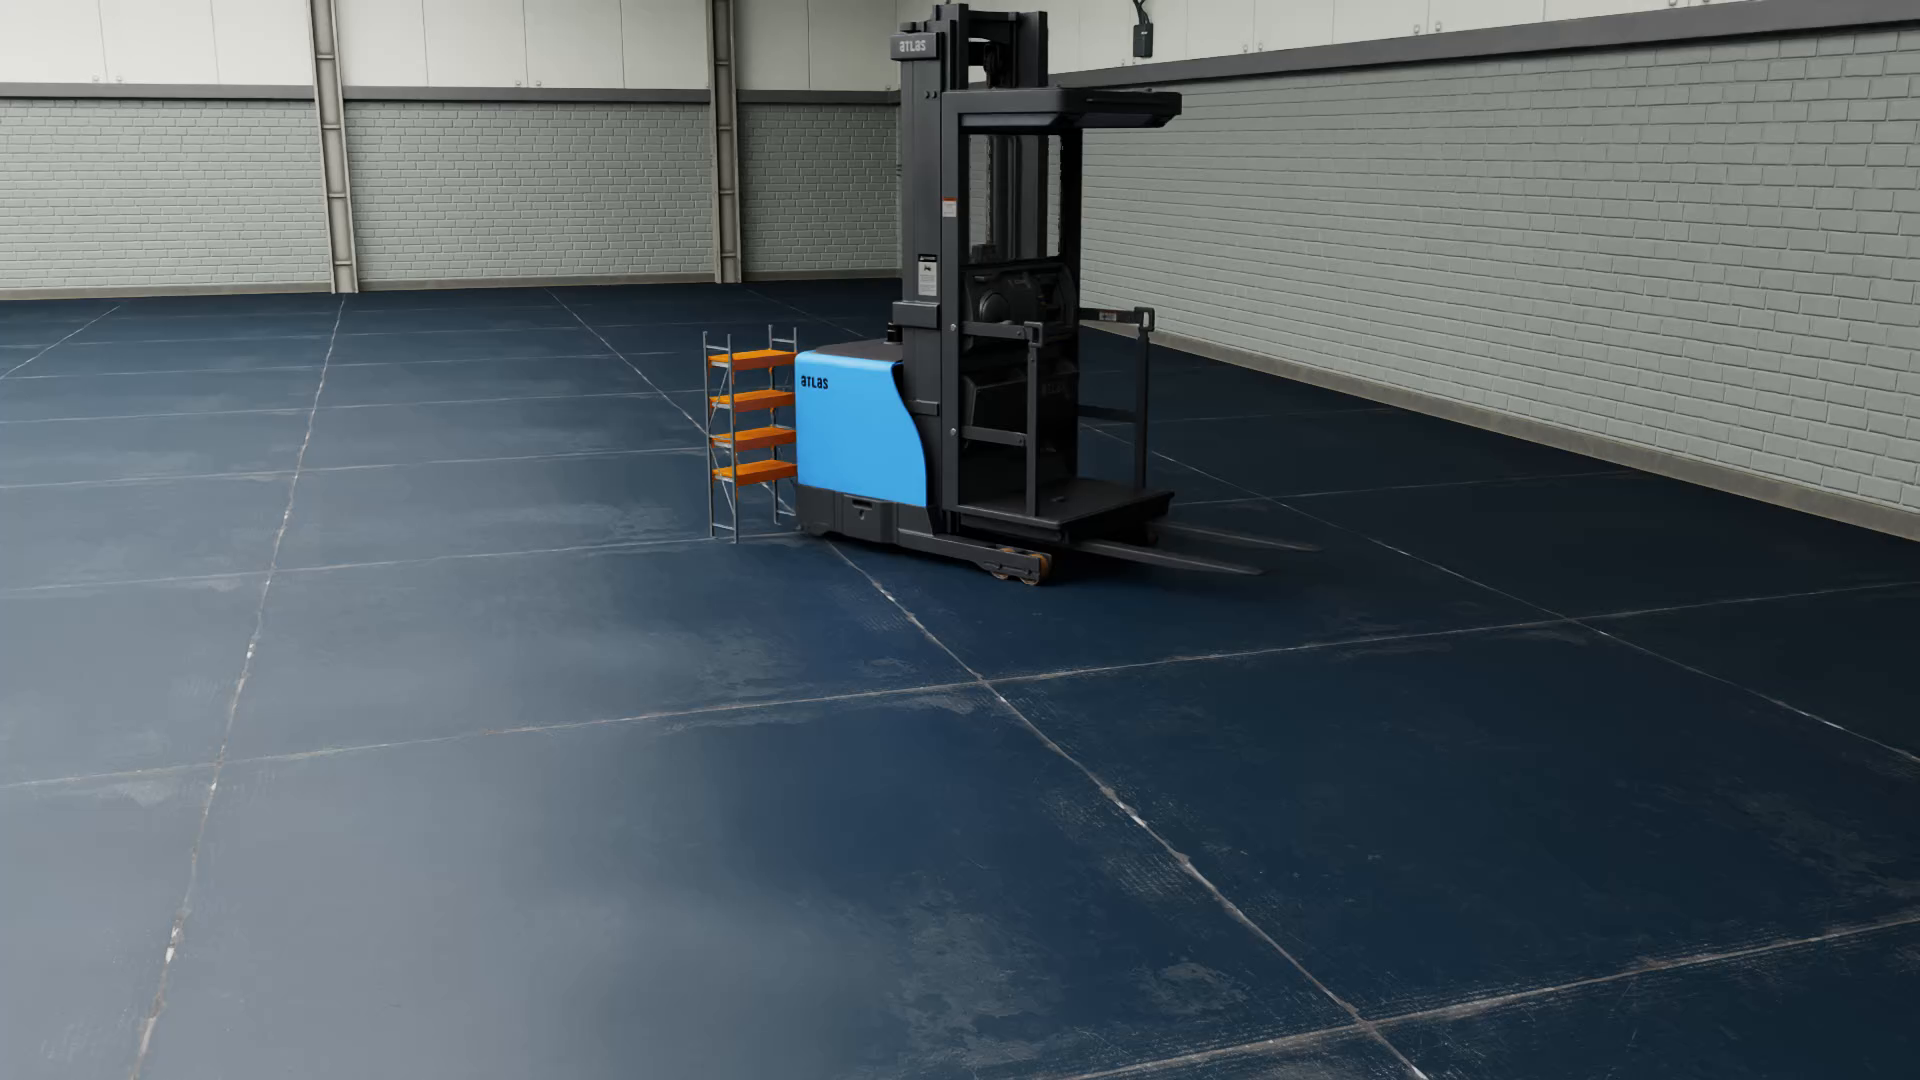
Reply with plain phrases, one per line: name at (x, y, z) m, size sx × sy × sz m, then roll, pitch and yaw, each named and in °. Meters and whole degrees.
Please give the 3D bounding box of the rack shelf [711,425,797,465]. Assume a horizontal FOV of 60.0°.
rack shelf at (-1.198, -0.556, 9.679) m, size 0.258 × 0.148 × 0.480 m, roll 12°, pitch 18°, yaw 42°

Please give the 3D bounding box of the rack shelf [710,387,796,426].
rack shelf at (-1.198, -0.774, 9.627) m, size 0.258 × 0.148 × 0.480 m, roll 12°, pitch 18°, yaw 42°

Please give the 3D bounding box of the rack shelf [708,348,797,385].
rack shelf at (-1.198, -1.004, 9.573) m, size 0.258 × 0.148 × 0.480 m, roll 12°, pitch 18°, yaw 42°

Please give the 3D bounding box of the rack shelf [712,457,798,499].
rack shelf at (-1.198, -0.363, 9.725) m, size 0.258 × 0.148 × 0.480 m, roll 12°, pitch 18°, yaw 42°

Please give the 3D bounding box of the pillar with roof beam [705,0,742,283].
pillar with roof beam at (-2.486, -7.726, 22.677) m, size 0.400 × 9.000 × 9.100 m, roll -4°, pitch 14°, yaw -18°

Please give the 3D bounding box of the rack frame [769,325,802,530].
rack frame at (-1.031, -0.663, 9.837) m, size 0.240 × 1.200 × 0.015 m, roll 12°, pitch 18°, yaw 42°

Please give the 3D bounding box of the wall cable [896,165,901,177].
wall cable at (-0.645, -7.087, 26.700) m, size 0.112 × 2.526 × 3.097 m, roll -4°, pitch 14°, yaw -18°

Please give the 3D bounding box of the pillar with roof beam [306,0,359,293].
pillar with roof beam at (-8.172, -7.283, 20.815) m, size 0.400 × 9.000 × 9.100 m, roll -4°, pitch 14°, yaw -18°

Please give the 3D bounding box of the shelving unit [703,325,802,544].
shelving unit at (-1.198, -0.622, 9.664) m, size 0.258 × 1.200 × 0.503 m, roll 12°, pitch 18°, yaw 42°

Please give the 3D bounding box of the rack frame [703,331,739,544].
rack frame at (-1.365, -0.580, 9.490) m, size 0.240 × 1.200 × 0.015 m, roll 12°, pitch 18°, yaw 42°

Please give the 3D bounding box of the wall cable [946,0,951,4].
wall cable at (0.218, -8.951, 23.622) m, size 0.112 × 2.526 × 3.097 m, roll -4°, pitch 14°, yaw -18°

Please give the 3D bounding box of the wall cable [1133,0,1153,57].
wall cable at (2.368, -8.169, 17.189) m, size 0.169 × 6.003 × 2.305 m, roll -4°, pitch 14°, yaw -18°

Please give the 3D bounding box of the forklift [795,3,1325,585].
forklift at (0.489, -1.327, 8.886) m, size 3.031 × 2.935 × 1.130 m, roll 11°, pitch 17°, yaw 39°
